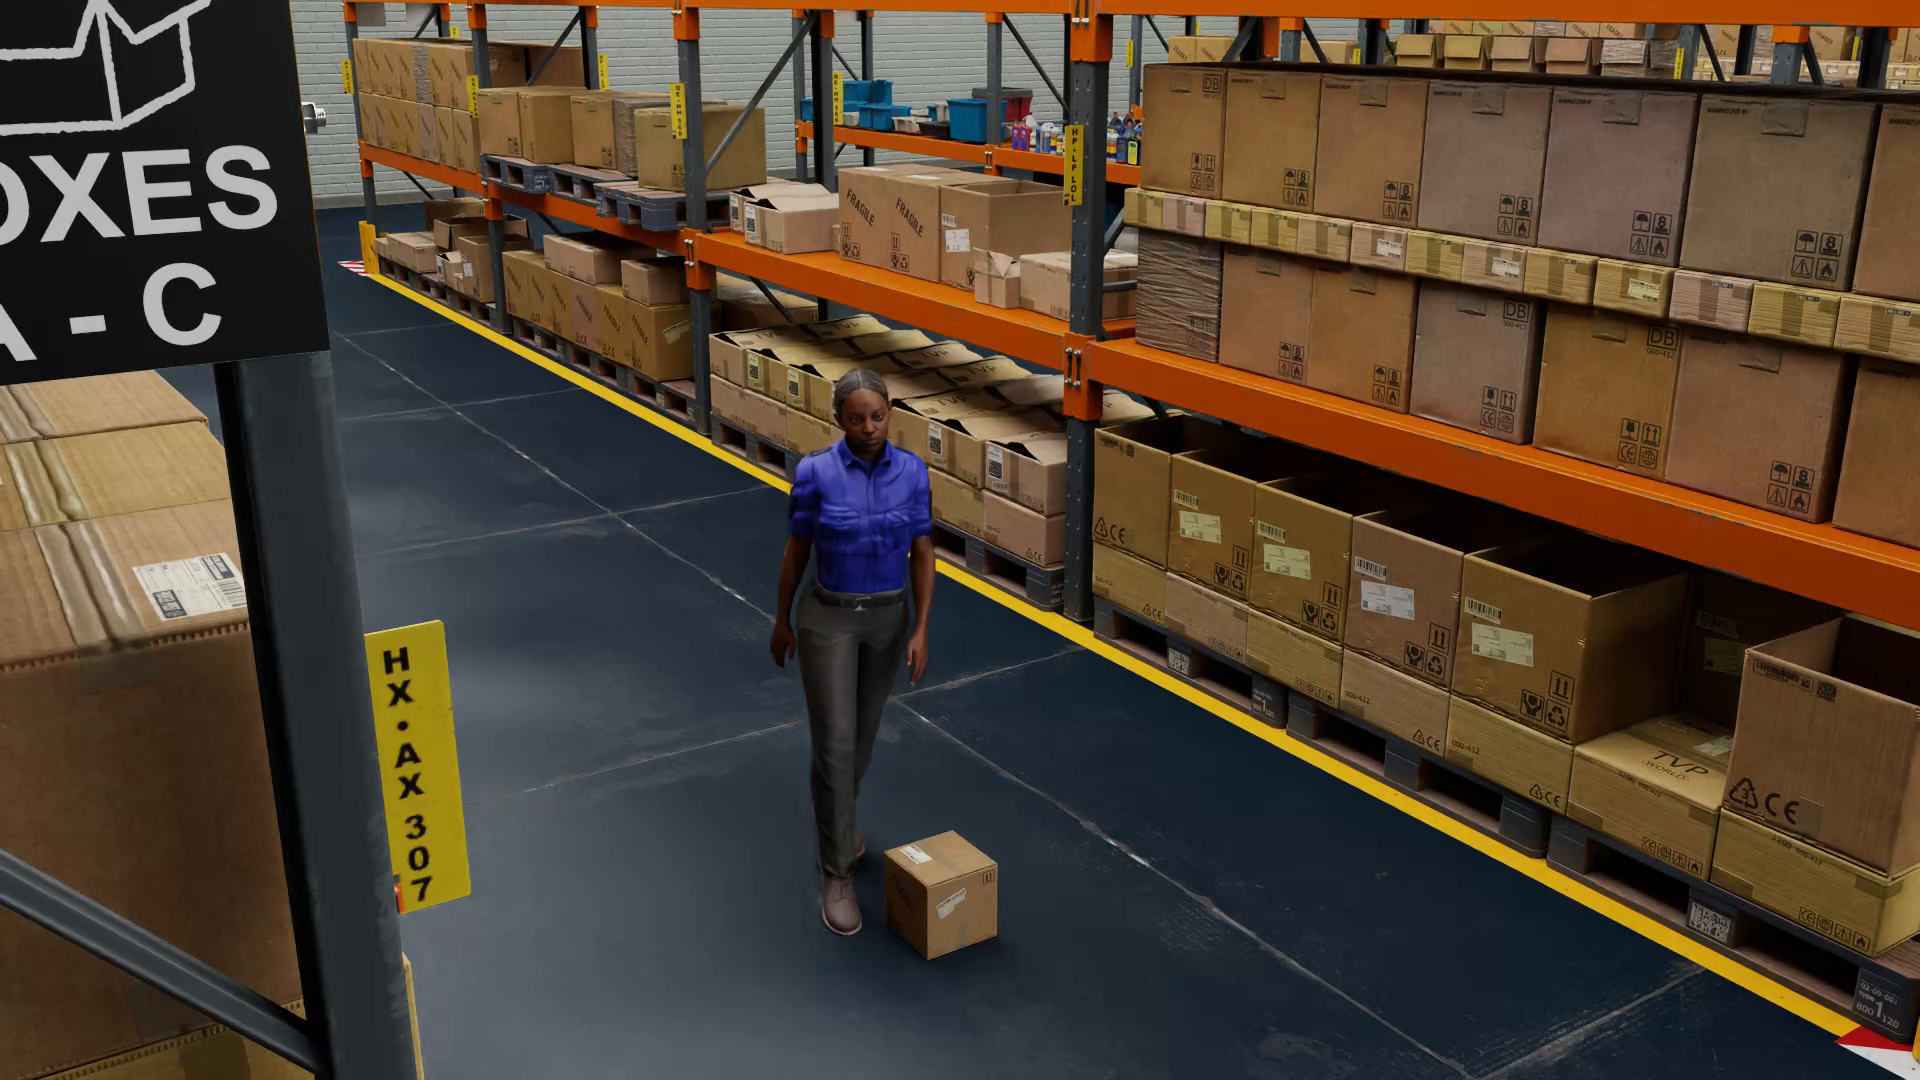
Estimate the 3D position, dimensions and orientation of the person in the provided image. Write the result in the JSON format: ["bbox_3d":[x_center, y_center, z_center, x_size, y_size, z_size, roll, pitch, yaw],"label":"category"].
[{"bbox_3d":[-0.300,0.301,5.146,0.492,1.670,0.665,-7,20,-21],"label":"person"}]
